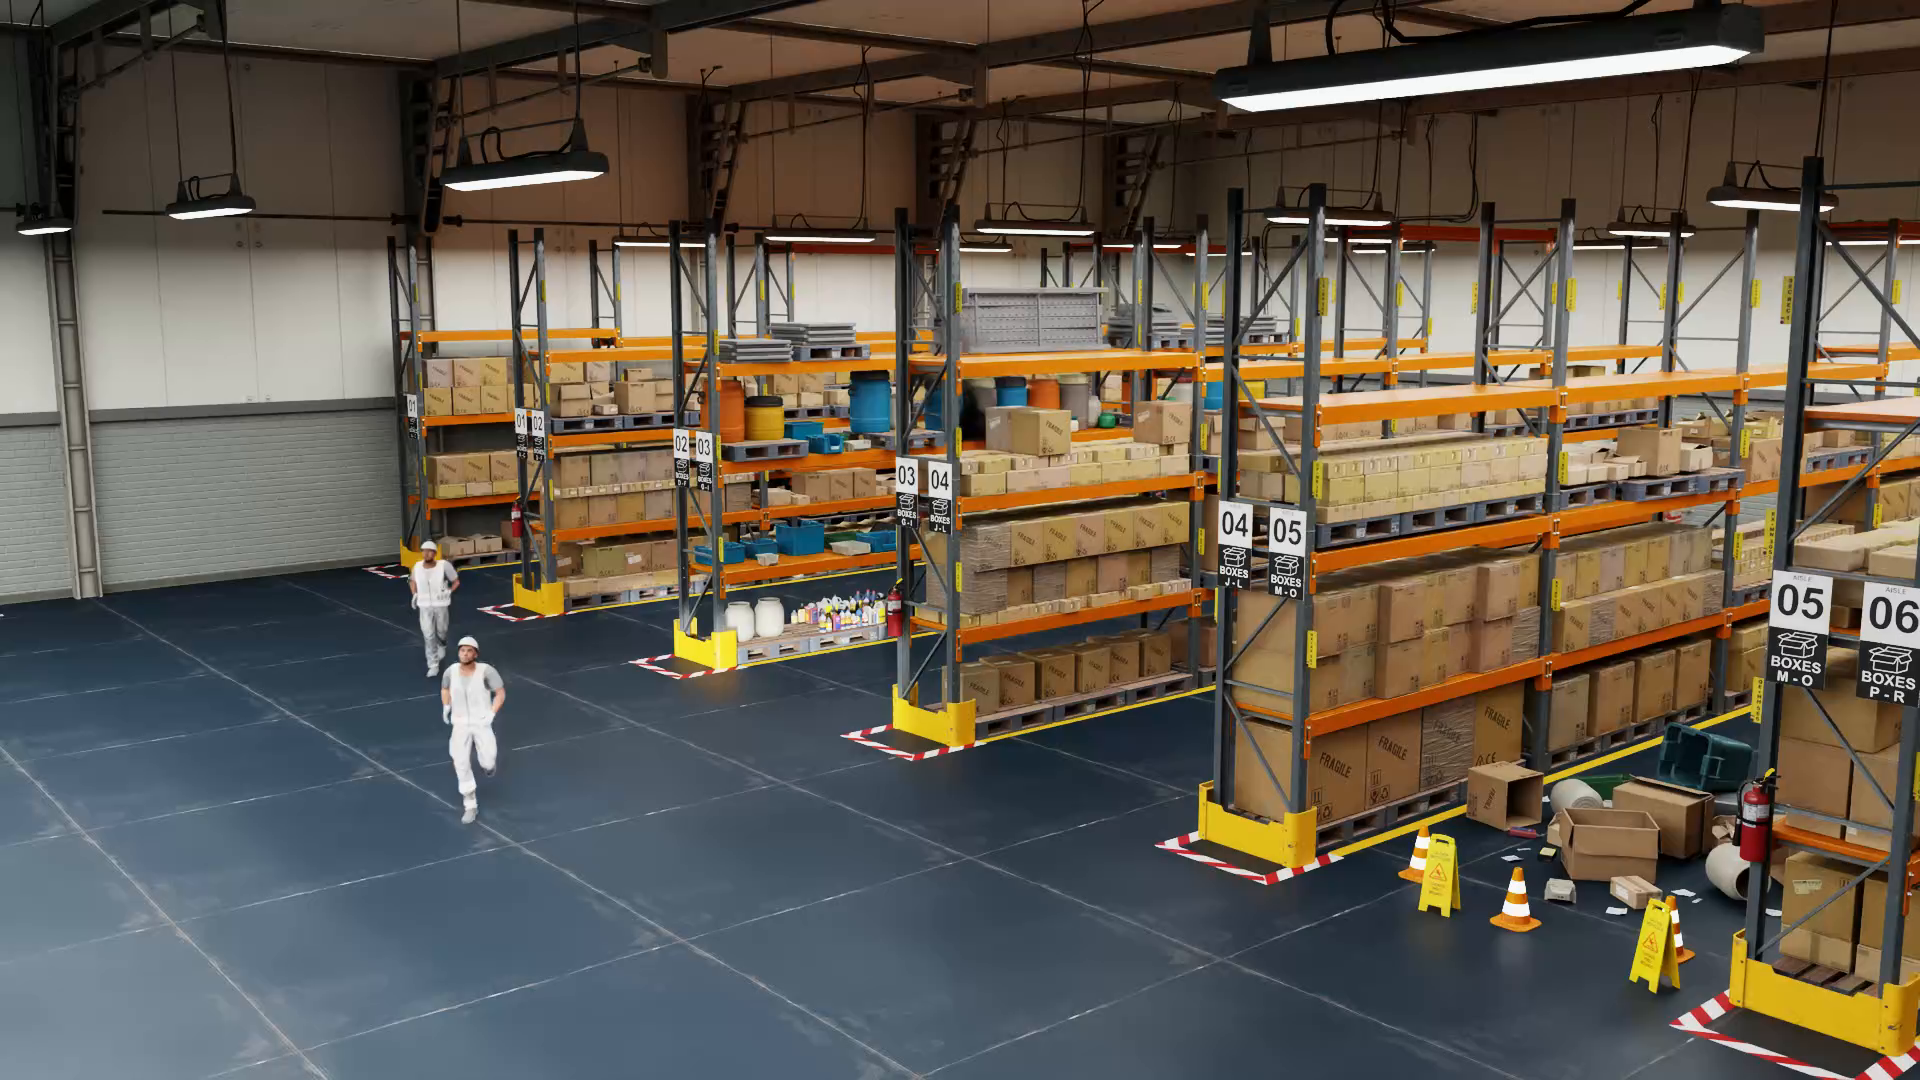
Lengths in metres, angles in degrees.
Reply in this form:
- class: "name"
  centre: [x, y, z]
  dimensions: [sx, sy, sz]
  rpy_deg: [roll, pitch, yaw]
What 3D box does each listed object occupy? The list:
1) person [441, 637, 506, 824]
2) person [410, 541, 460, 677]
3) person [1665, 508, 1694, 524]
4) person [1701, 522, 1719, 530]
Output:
- class: "person"
  centre: [-4.806, 1.815, 16.424]
  dimensions: [0.640, 1.761, 0.999]
  rpy_deg: [-1, 9, -8]
- class: "person"
  centre: [-7.033, 0.890, 22.273]
  dimensions: [0.673, 1.777, 0.824]
  rpy_deg: [-1, 9, -7]
- class: "person"
  centre: [12.684, -0.244, 29.600]
  dimensions: [0.658, 1.751, 0.635]
  rpy_deg: [-4, 10, -25]
- class: "person"
  centre: [10.732, 0.628, 23.942]
  dimensions: [0.700, 1.798, 0.692]
  rpy_deg: [8, 12, 44]
